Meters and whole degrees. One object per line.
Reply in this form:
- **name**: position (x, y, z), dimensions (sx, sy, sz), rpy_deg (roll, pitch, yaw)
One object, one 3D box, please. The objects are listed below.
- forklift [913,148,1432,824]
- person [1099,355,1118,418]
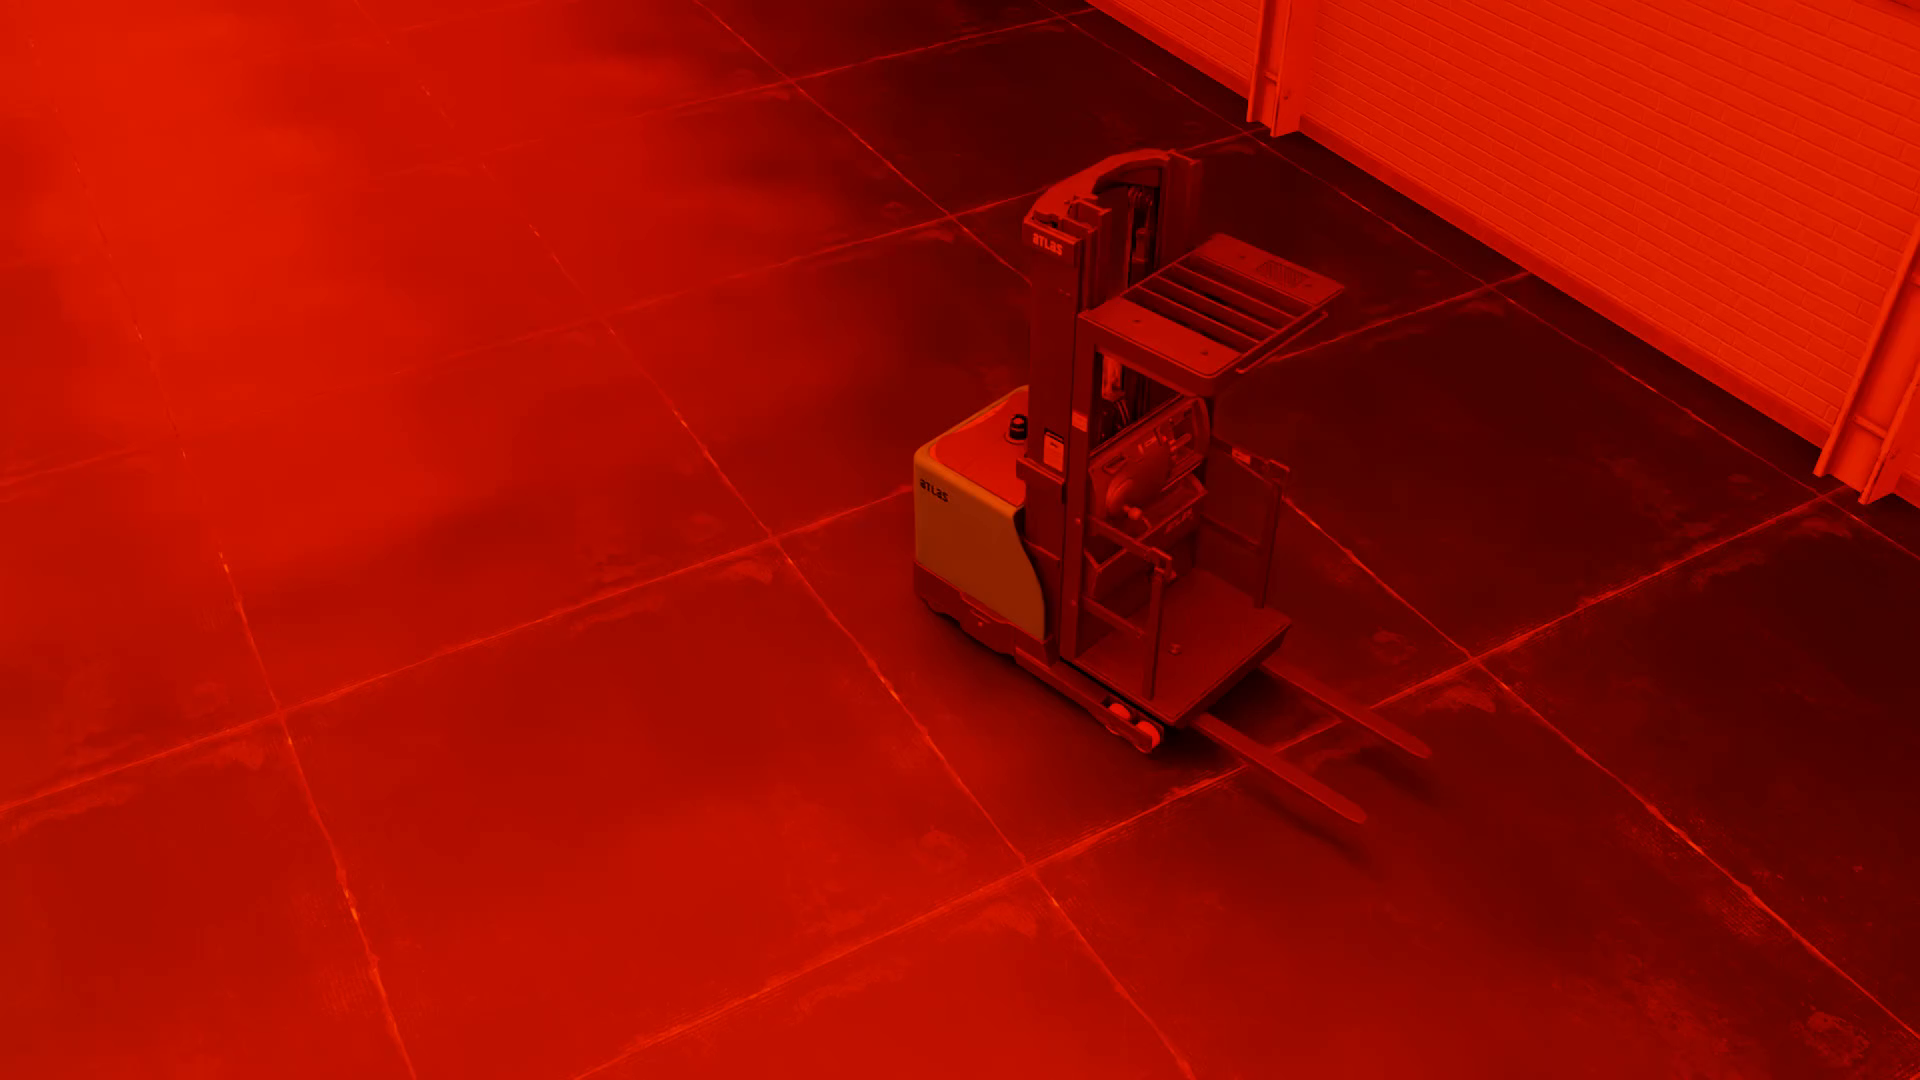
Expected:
- **forklift**: position (1.137, -0.365, 8.476), dimensions (3.031, 2.935, 1.130), rpy_deg (31, 49, 32)
- **person**: position (0.803, -0.904, 10.149), dimensions (0.796, 1.639, 0.466), rpy_deg (21, 44, 23)
